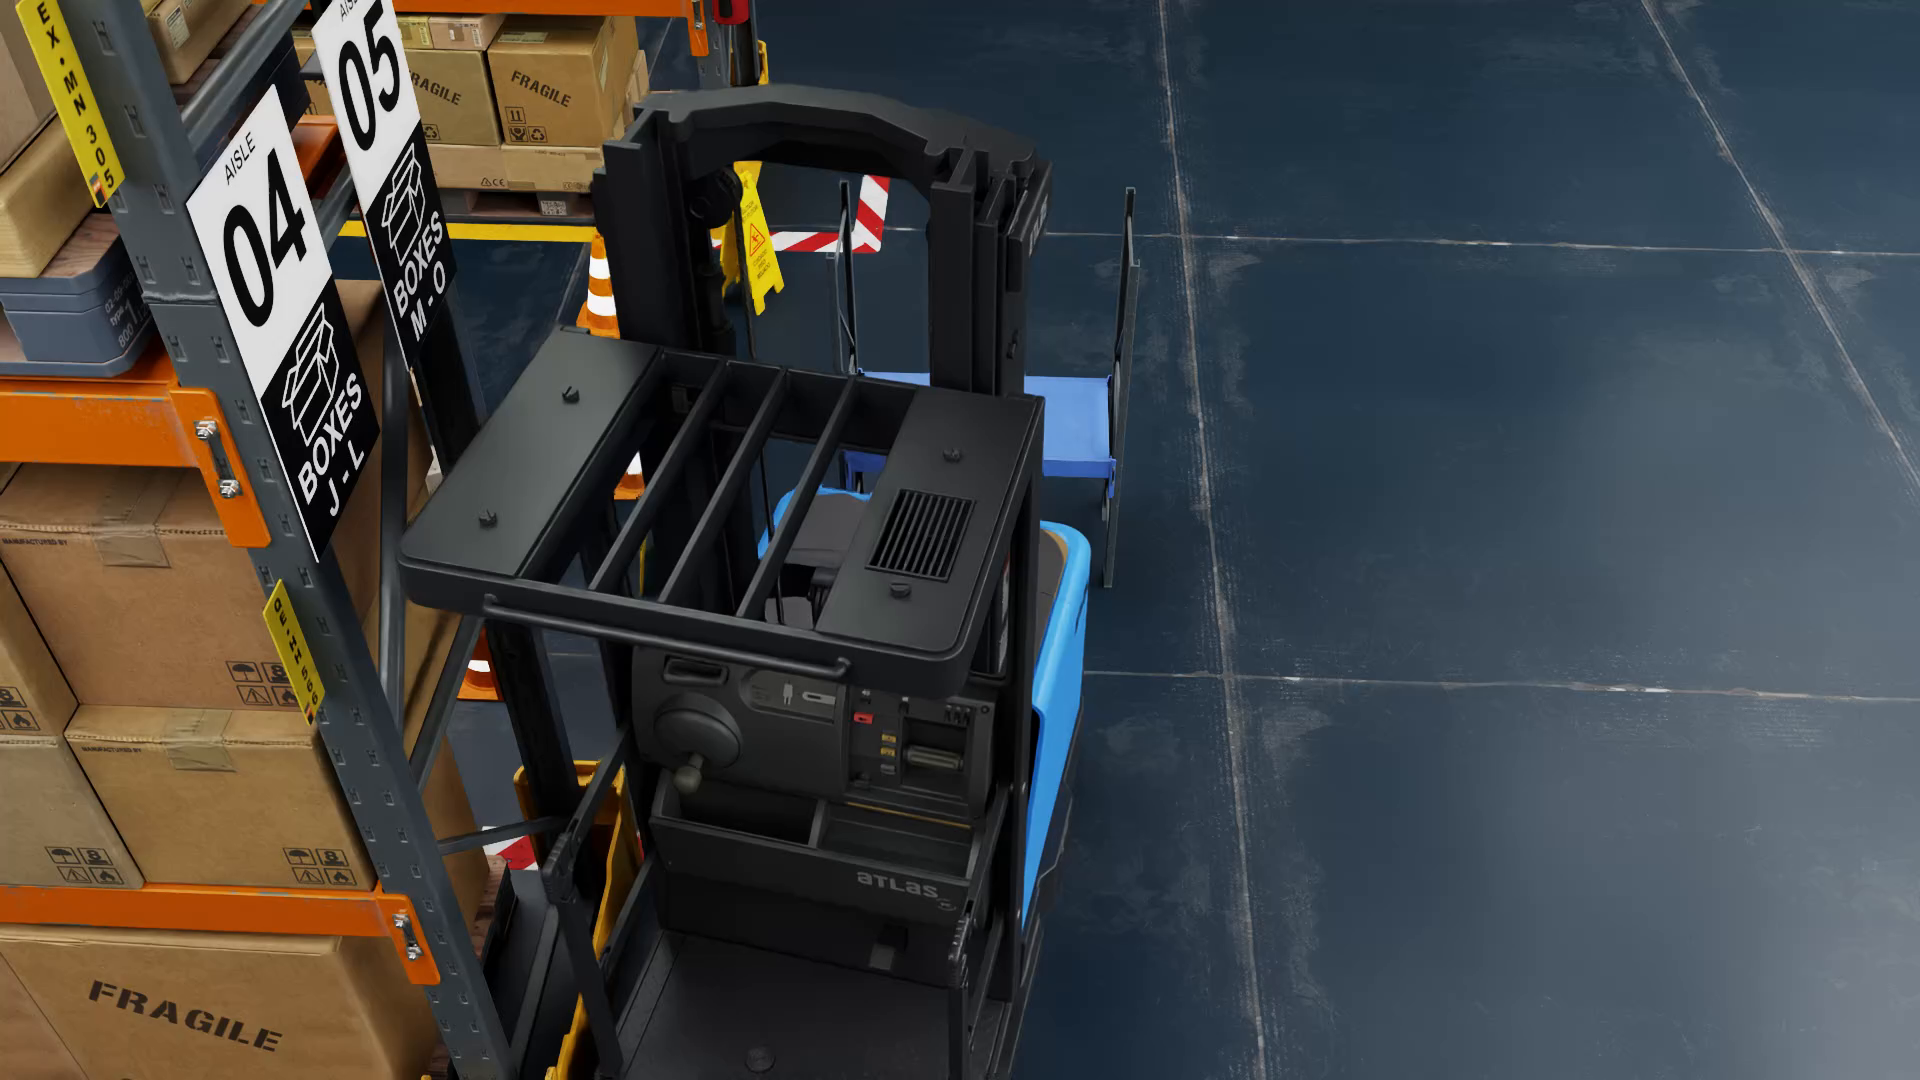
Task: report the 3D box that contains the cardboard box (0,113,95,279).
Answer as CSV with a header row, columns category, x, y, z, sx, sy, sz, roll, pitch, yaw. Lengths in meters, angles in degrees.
category,x,y,z,sx,sy,sz,roll,pitch,yaw
cardboard box,-1.621,-0.610,2.806,0.250,0.149,0.380,2,43,2

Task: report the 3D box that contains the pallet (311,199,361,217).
category,x,y,z,sx,sy,sz,roll,pitch,yaw
pallet,-3.253,-2.079,8.827,1.213,0.211,1.003,2,43,2

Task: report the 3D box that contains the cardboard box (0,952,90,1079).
category,x,y,z,sx,sy,sz,roll,pitch,yaw
cardboard box,-2.834,0.988,4.740,0.875,0.875,0.875,1,43,1

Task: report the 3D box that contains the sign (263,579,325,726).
category,x,y,z,sx,sy,sz,roll,pitch,yaw
sign,-1.312,0.224,3.286,0.005,0.325,0.100,2,43,2

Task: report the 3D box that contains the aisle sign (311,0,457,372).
category,x,y,z,sx,sy,sz,roll,pitch,yaw
aisle sign,-1.190,-0.788,3.488,0.004,0.787,0.394,2,43,2

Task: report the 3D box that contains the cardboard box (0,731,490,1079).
category,x,y,z,sx,sy,sz,roll,pitch,yaw
cardboard box,-1.954,1.013,4.712,0.875,0.875,0.875,2,43,2

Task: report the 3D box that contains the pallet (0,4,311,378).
category,x,y,z,sx,sy,sz,roll,pitch,yaw
pallet,-2.016,-0.715,3.182,1.213,0.211,1.003,2,43,2

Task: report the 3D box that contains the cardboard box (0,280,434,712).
category,x,y,z,sx,sy,sz,roll,pitch,yaw
cardboard box,-1.643,-0.122,3.779,0.550,0.550,0.875,2,43,2

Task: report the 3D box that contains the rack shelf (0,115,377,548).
category,x,y,z,sx,sy,sz,roll,pitch,yaw
rack shelf,-3.272,-0.530,3.446,4.000,0.370,1.077,2,43,2

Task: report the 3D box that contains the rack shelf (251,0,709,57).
category,x,y,z,sx,sy,sz,roll,pitch,yaw
rack shelf,-3.150,-2.807,8.090,4.000,0.370,1.077,2,43,2

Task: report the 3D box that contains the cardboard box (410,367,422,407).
category,x,y,z,sx,sy,sz,roll,pitch,yaw
cardboard box,-2.552,-0.630,7.317,0.250,0.149,0.380,24,48,23

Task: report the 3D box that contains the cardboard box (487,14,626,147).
category,x,y,z,sx,sy,sz,roll,pitch,yaw
cardboard box,-1.964,-2.277,8.153,0.500,0.500,0.500,2,43,2

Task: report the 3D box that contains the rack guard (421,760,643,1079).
category,x,y,z,sx,sy,sz,roll,pitch,yaw
rack guard,-1.250,1.281,5.008,0.348,0.500,1.175,2,43,2

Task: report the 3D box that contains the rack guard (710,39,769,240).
category,x,y,z,sx,sy,sz,roll,pitch,yaw
rack guard,-1.228,-2.096,8.633,0.348,0.500,1.175,2,43,2

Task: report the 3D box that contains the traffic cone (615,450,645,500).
category,x,y,z,sx,sy,sz,roll,pitch,yaw
traffic cone,-1.350,-0.449,6.892,0.334,0.463,0.336,2,43,2

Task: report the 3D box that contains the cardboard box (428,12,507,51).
category,x,y,z,sx,sy,sz,roll,pitch,yaw
cardboard box,-2.334,-2.480,7.895,0.250,0.149,0.380,3,43,3

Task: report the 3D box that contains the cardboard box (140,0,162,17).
category,x,y,z,sx,sy,sz,roll,pitch,yaw
cardboard box,-1.745,-1.166,3.111,0.500,0.250,0.500,2,43,2

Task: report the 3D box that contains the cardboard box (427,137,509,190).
category,x,y,z,sx,sy,sz,roll,pitch,yaw
cardboard box,-2.489,-2.019,8.426,0.500,0.250,0.500,2,43,2

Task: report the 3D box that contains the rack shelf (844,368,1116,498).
category,x,y,z,sx,sy,sz,roll,pitch,yaw
rack shelf,0.085,-0.415,6.359,1.000,0.185,0.538,2,43,2

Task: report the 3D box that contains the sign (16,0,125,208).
category,x,y,z,sx,sy,sz,roll,pitch,yaw
sign,-1.312,-0.658,2.464,0.005,0.325,0.100,2,43,2

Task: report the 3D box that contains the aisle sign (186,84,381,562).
category,x,y,z,sx,sy,sz,roll,pitch,yaw
aisle sign,-1.217,-0.379,3.049,0.004,0.787,0.394,2,43,2

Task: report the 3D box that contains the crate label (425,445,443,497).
category,x,y,z,sx,sy,sz,roll,pitch,yaw
crate label,-2.138,-0.311,6.984,0.298,0.136,0.250,-19,46,-20

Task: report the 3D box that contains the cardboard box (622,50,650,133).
category,x,y,z,sx,sy,sz,roll,pitch,yaw
cardboard box,-1.945,-2.369,8.802,0.500,0.250,0.500,1,43,2

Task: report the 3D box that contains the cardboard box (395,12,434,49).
category,x,y,z,sx,sy,sz,roll,pitch,yaw
cardboard box,-2.585,-2.490,7.906,0.250,0.149,0.380,2,43,3

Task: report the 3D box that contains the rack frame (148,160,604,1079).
category,x,y,z,sx,sy,sz,roll,pitch,yaw
rack frame,-1.274,0.365,4.157,0.127,3.000,1.000,2,43,2

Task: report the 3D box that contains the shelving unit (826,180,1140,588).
category,x,y,z,sx,sy,sz,roll,pitch,yaw
shelving unit,0.085,-0.546,6.236,1.048,1.500,0.538,2,43,2

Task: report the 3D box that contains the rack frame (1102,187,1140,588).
category,x,y,z,sx,sy,sz,roll,pitch,yaw
rack frame,0.593,-0.531,6.219,0.032,1.500,0.500,2,43,2

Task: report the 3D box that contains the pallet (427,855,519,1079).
category,x,y,z,sx,sy,sz,roll,pitch,yaw
pallet,-2.076,1.414,5.077,1.213,0.211,1.003,2,43,2

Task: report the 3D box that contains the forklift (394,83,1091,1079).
category,x,y,z,sx,sy,sz,roll,pitch,yaw
forklift,-0.422,0.571,3.986,1.130,2.935,3.031,9,44,10

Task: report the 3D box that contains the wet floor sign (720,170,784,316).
category,x,y,z,sx,sy,sz,roll,pitch,yaw
wet floor sign,-1.010,-1.413,7.793,0.232,0.644,0.267,16,45,16

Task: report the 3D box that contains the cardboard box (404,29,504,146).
category,x,y,z,sx,sy,sz,roll,pitch,yaw
cardboard box,-2.486,-2.291,8.168,0.500,0.500,0.500,3,43,3

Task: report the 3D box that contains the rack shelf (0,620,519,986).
category,x,y,z,sx,sy,sz,roll,pitch,yaw
rack shelf,-3.272,0.567,4.468,4.000,0.370,1.077,2,43,2

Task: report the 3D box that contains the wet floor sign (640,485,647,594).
category,x,y,z,sx,sy,sz,roll,pitch,yaw
wet floor sign,-1.156,-0.121,6.406,0.232,0.644,0.267,-5,43,-5

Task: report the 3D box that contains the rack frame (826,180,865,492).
category,x,y,z,sx,sy,sz,roll,pitch,yaw
rack frame,-0.423,-0.562,6.253,0.032,1.500,0.500,2,43,2

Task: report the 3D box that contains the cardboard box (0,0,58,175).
category,x,y,z,sx,sy,sz,roll,pitch,yaw
cardboard box,-1.776,-0.801,2.719,0.500,0.250,0.500,2,43,2

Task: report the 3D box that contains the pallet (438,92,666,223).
category,x,y,z,sx,sy,sz,roll,pitch,yaw
pallet,-2.038,-2.039,8.784,1.213,0.211,1.003,2,43,2

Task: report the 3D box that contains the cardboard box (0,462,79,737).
category,x,y,z,sx,sy,sz,roll,pitch,yaw
cardboard box,-2.197,-0.076,3.729,0.550,0.550,0.875,2,43,2

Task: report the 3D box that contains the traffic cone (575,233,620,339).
category,x,y,z,sx,sy,sz,roll,pitch,yaw
traffic cone,-1.640,-1.215,7.715,0.334,0.463,0.336,2,43,2

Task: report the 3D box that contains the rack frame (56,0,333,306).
category,x,y,z,sx,sy,sz,roll,pitch,yaw
rack frame,-1.274,-1.830,2.112,0.127,3.000,1.000,2,43,2

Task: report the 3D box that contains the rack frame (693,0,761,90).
category,x,y,z,sx,sy,sz,roll,pitch,yaw
rack frame,-1.152,-3.008,7.779,0.127,3.000,1.000,2,43,2

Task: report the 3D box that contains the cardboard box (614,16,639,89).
category,x,y,z,sx,sy,sz,roll,pitch,yaw
cardboard box,-1.969,-2.644,8.546,0.500,0.500,0.500,0,43,0

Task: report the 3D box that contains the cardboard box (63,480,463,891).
category,x,y,z,sx,sy,sz,roll,pitch,yaw
cardboard box,-1.647,0.330,4.085,0.550,0.550,0.875,2,43,2

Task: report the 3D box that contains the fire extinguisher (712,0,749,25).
category,x,y,z,sx,sy,sz,roll,pitch,yaw
fire extinguisher,-1.058,-2.663,7.465,0.183,0.674,0.296,2,43,2

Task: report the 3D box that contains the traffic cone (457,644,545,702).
category,x,y,z,sx,sy,sz,roll,pitch,yaw
traffic cone,-1.741,0.310,6.077,0.334,0.463,0.336,2,43,2

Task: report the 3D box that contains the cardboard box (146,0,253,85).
category,x,y,z,sx,sy,sz,roll,pitch,yaw
cardboard box,-1.602,-1.059,3.289,0.250,0.149,0.380,2,43,2

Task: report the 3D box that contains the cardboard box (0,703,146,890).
category,x,y,z,sx,sy,sz,roll,pitch,yaw
cardboard box,-2.197,0.328,4.087,0.550,0.550,0.875,2,43,2

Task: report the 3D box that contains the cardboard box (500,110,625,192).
category,x,y,z,sx,sy,sz,roll,pitch,yaw
cardboard box,-1.996,-1.998,8.404,0.500,0.250,0.500,2,43,2

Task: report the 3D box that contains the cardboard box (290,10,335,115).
category,x,y,z,sx,sy,sz,roll,pitch,yaw
cardboard box,-2.989,-2.311,8.190,0.500,0.500,0.500,1,43,1
